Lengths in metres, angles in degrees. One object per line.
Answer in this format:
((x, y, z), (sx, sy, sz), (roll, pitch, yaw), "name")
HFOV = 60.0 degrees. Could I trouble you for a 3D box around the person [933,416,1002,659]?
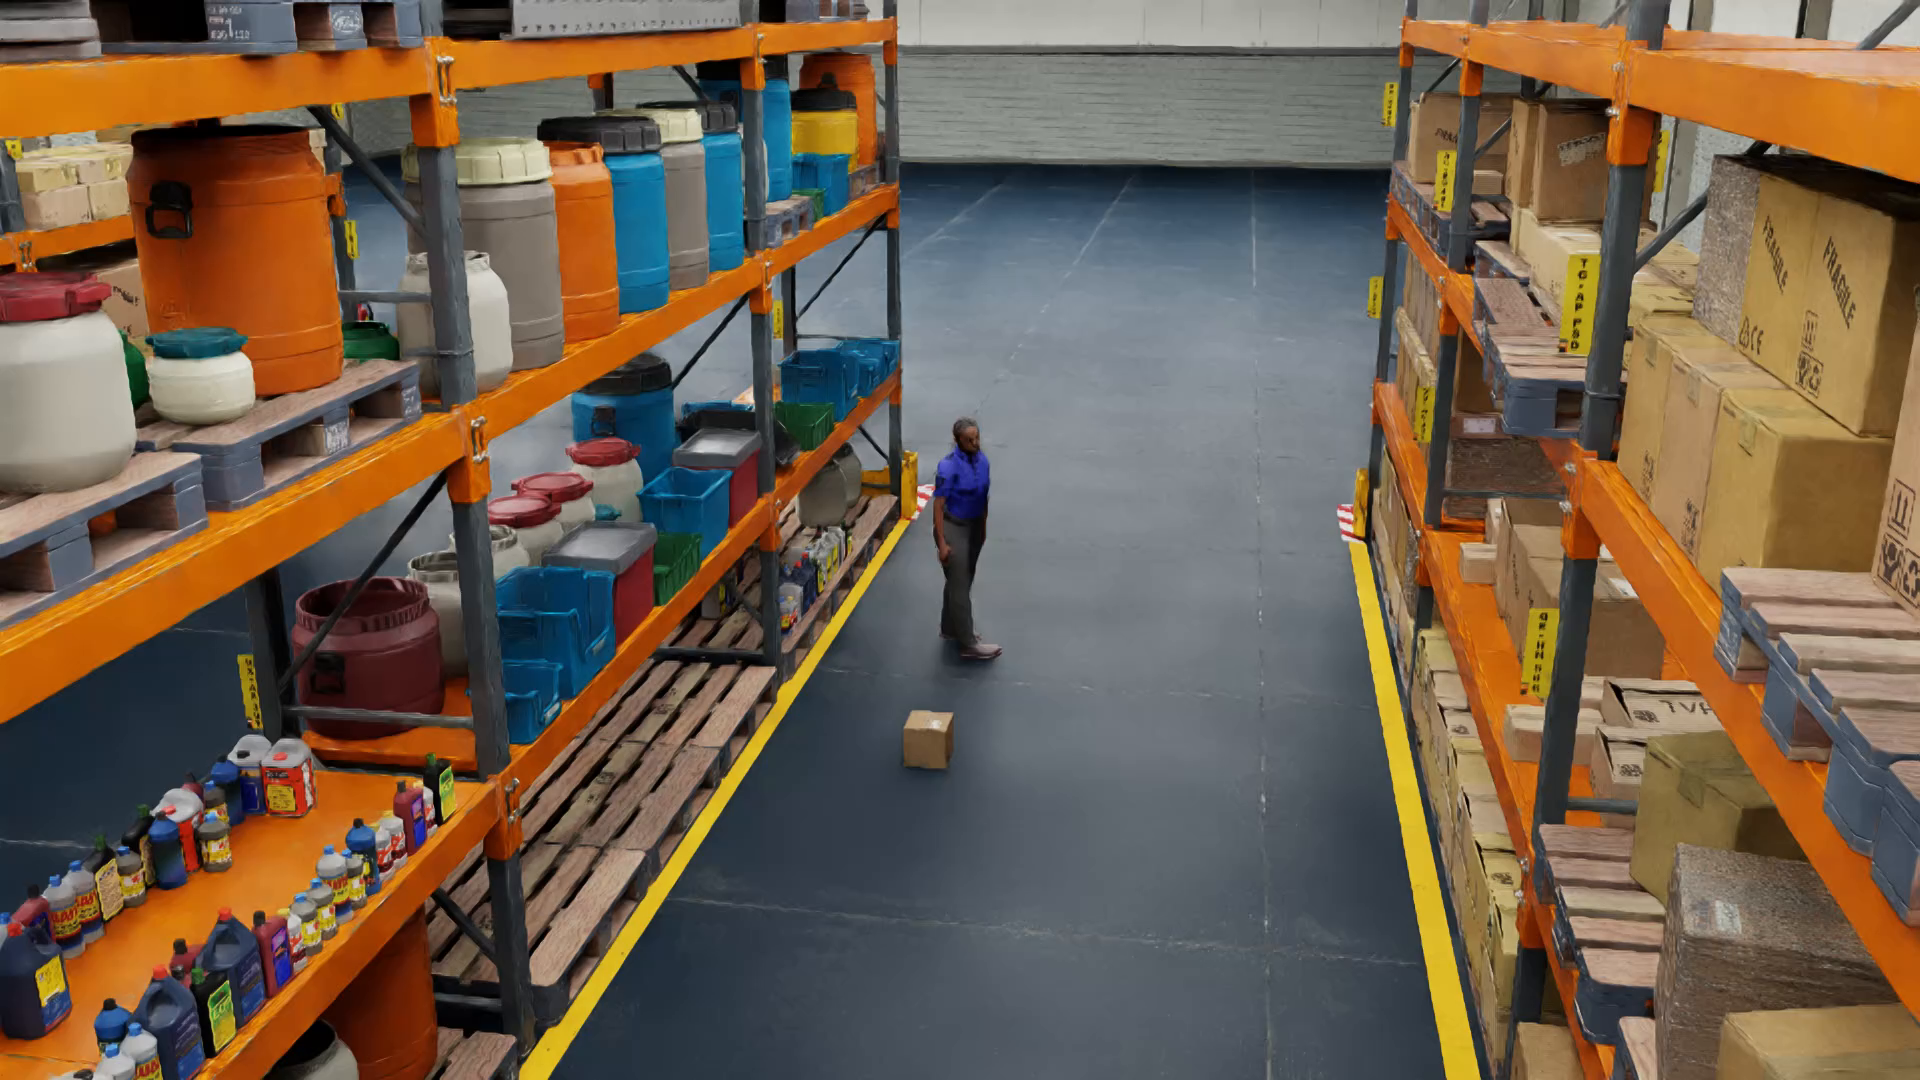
((0.030, -0.024, 11.114), (0.574, 1.654, 0.565), (13, 22, 34), "person")
